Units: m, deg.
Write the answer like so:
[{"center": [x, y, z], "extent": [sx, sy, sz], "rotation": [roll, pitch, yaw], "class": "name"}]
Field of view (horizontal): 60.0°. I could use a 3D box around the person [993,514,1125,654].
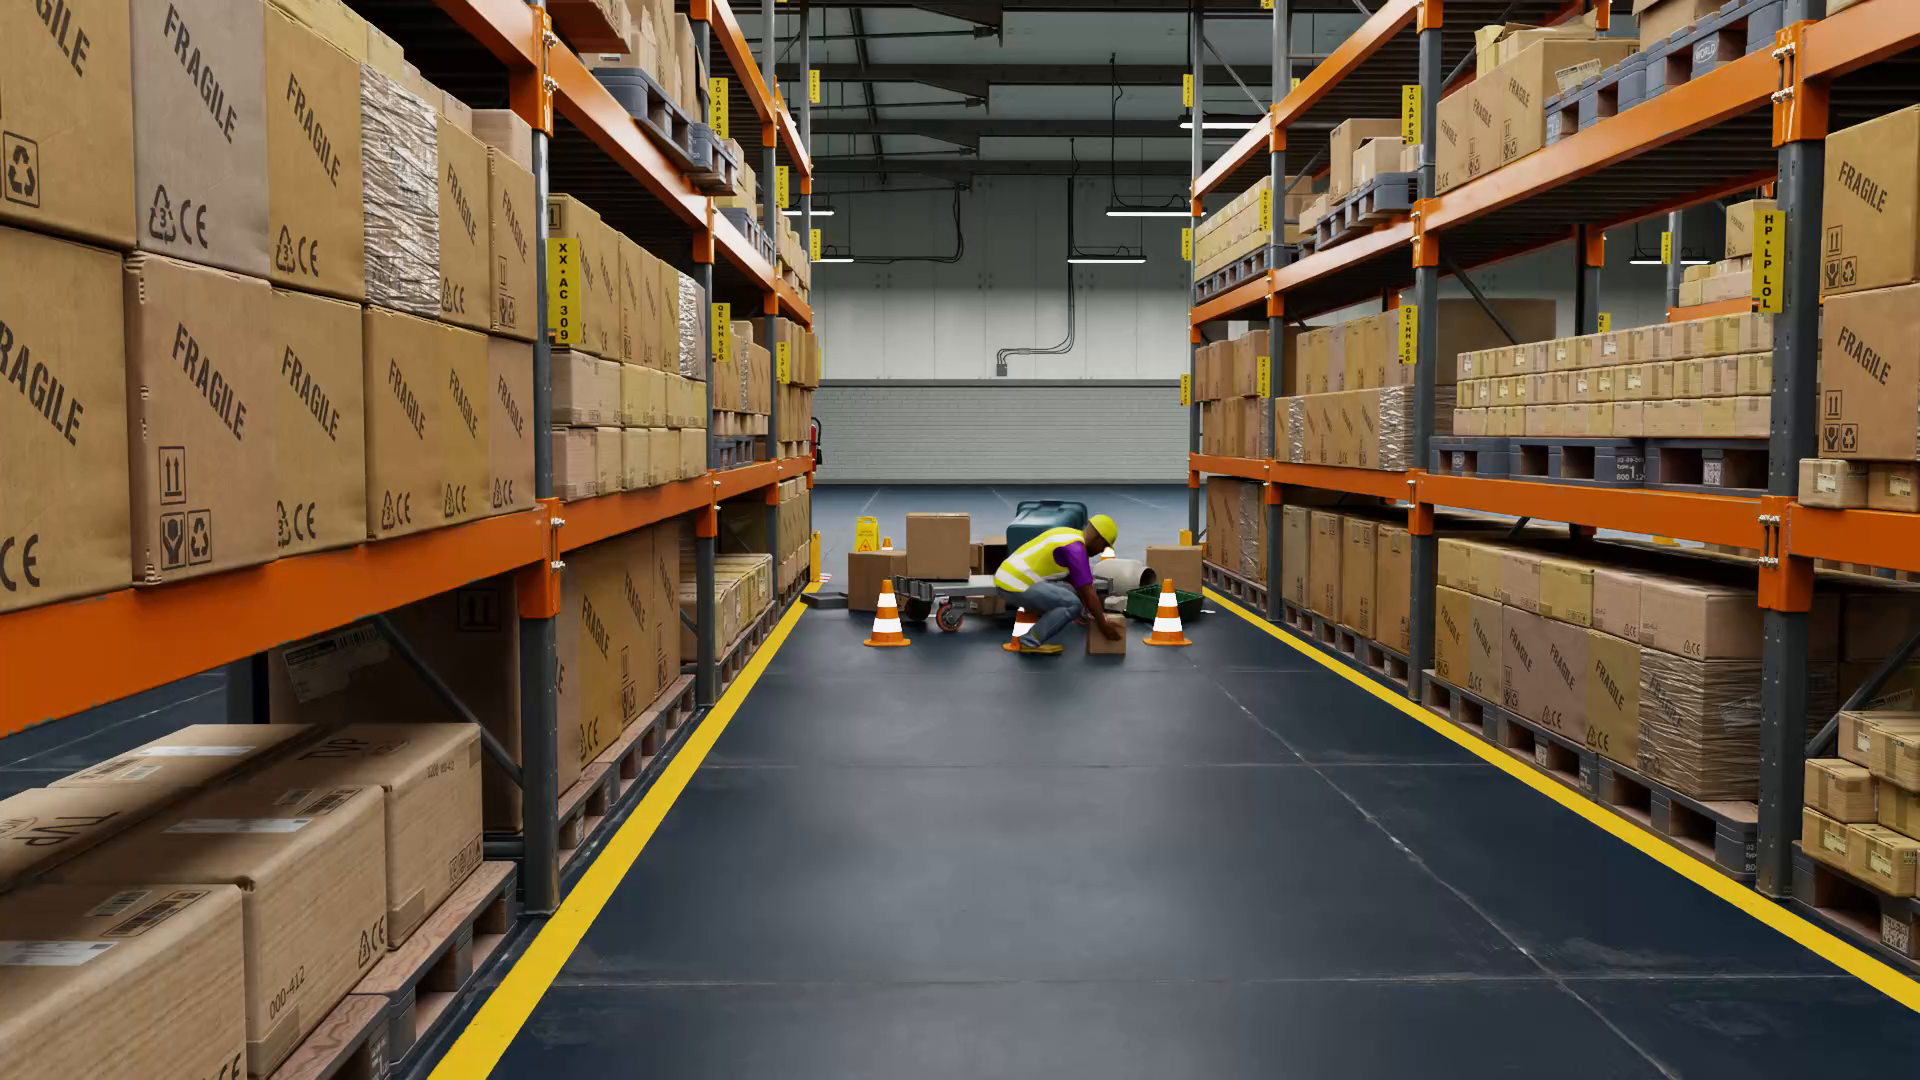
[{"center": [0.682, 0.303, 11.651], "extent": [0.904, 0.962, 0.568], "rotation": [0, 4, -1], "class": "person"}]
